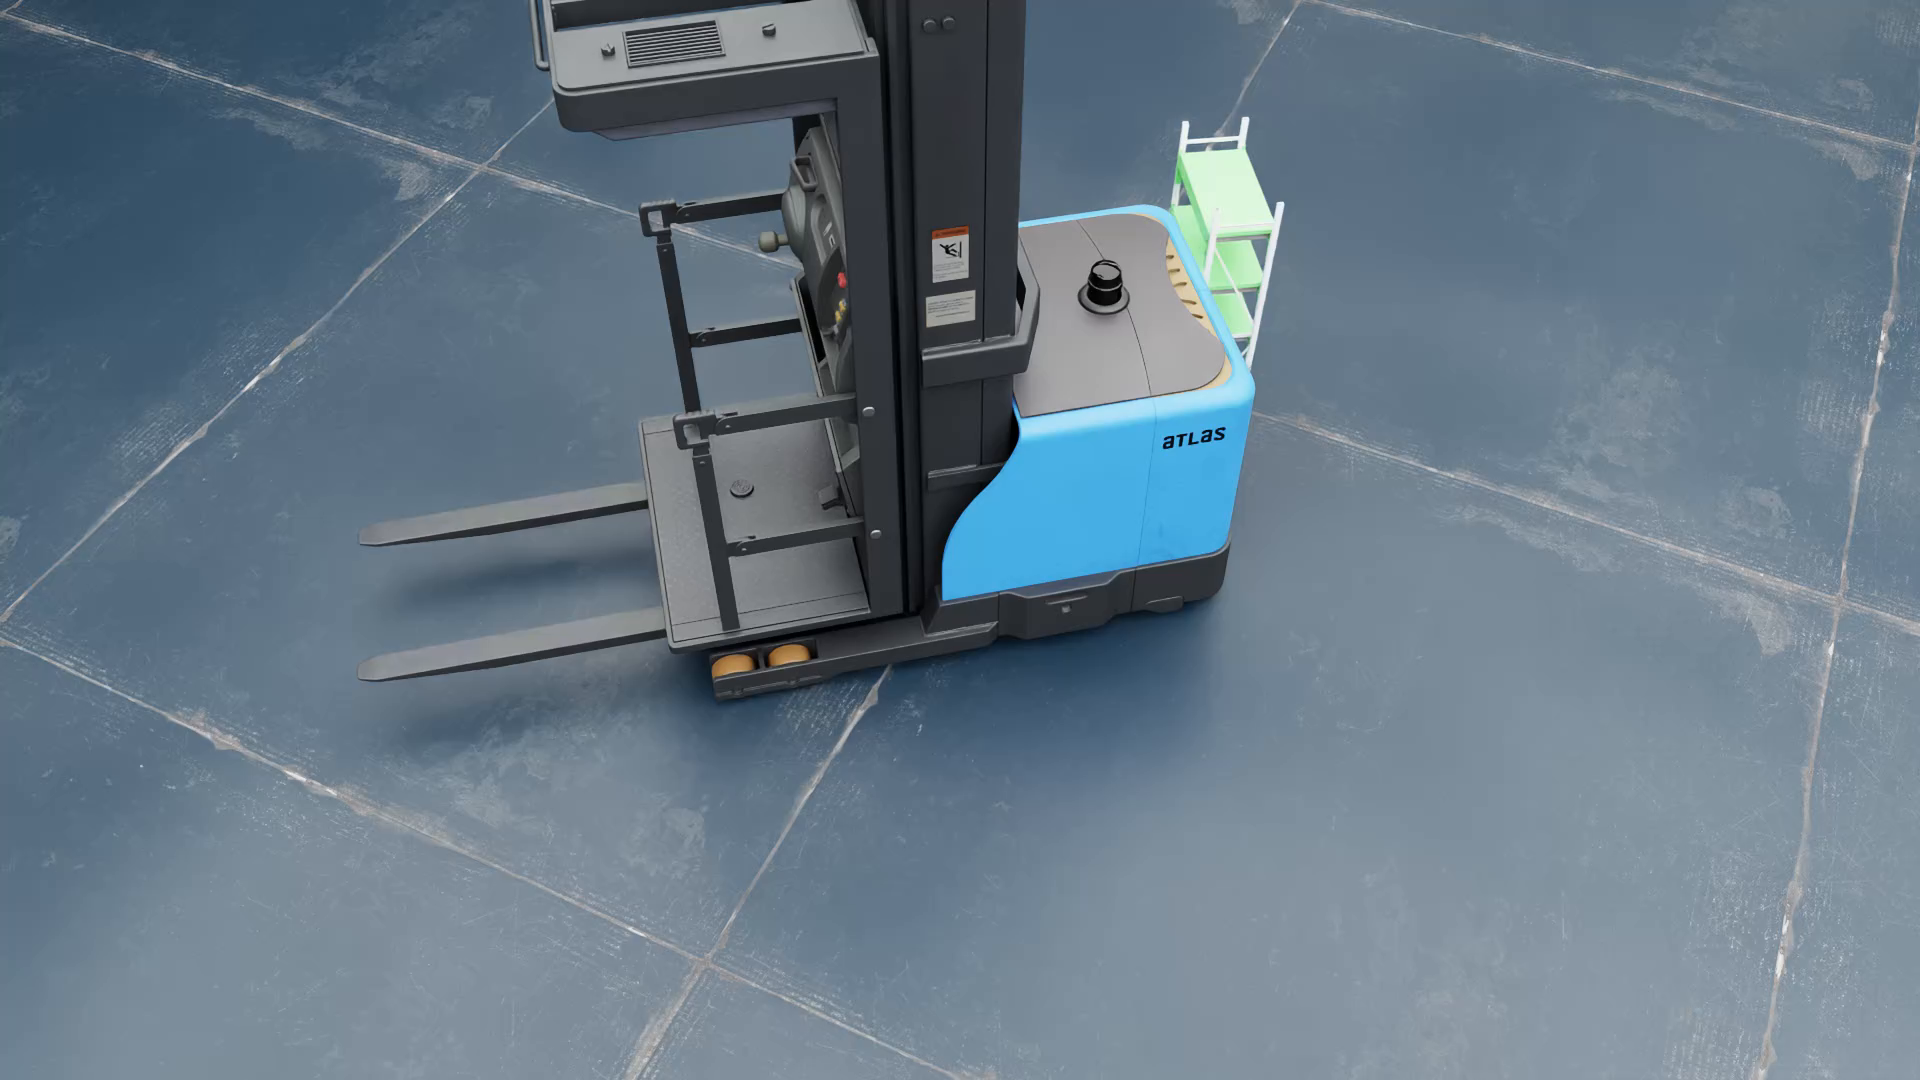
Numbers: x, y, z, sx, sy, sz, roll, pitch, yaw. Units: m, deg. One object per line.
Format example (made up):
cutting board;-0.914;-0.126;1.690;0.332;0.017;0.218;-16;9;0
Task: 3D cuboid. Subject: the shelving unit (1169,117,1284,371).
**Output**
shelving unit;0.938;-0.926;6.248;0.258;1.200;0.503;-5;50;-6

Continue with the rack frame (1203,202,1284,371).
rack frame;0.971;-0.742;6.091;0.240;1.200;0.015;-5;50;-6

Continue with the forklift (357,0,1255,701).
forklift;-0.614;-0.843;5.043;3.031;2.935;1.130;-10;50;-8

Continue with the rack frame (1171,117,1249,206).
rack frame;0.906;-1.111;6.404;0.240;1.200;0.015;-5;50;-6

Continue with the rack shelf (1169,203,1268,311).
rack shelf;0.941;-1.041;6.114;0.258;0.148;0.480;-5;50;-6

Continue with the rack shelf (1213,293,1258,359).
rack shelf;0.937;-0.885;6.296;0.258;0.148;0.480;-5;50;-6

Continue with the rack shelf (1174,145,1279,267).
rack shelf;0.945;-1.197;5.931;0.258;0.148;0.480;-5;50;-6
